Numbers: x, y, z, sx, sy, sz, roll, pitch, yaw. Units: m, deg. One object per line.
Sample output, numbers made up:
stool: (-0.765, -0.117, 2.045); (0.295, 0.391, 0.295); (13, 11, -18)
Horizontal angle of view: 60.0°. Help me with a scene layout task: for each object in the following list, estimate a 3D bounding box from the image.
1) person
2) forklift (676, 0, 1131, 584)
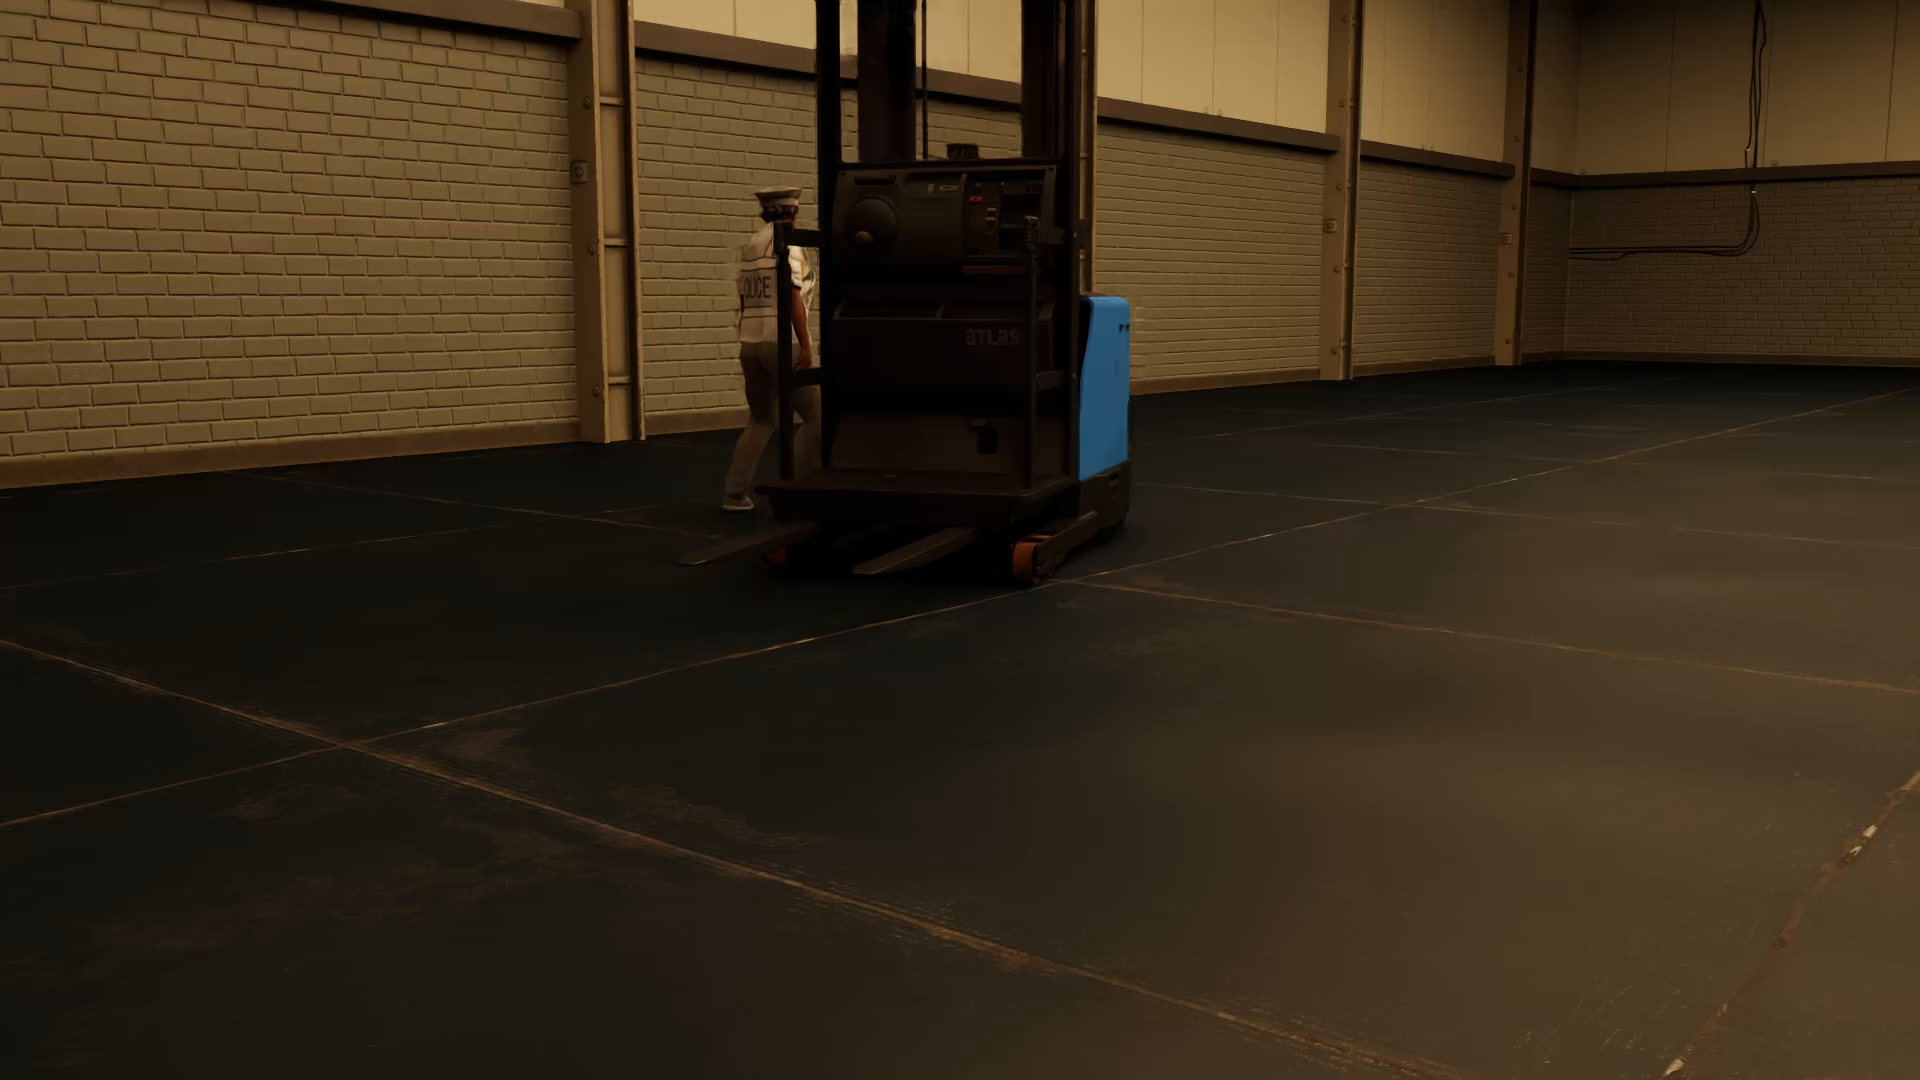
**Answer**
person: (-0.874, -0.922, 8.192); (0.461, 1.627, 0.748); (-7, 11, -39)
forklift: (-0.132, -1.347, 6.487); (1.130, 2.935, 3.031); (3, 9, 18)
